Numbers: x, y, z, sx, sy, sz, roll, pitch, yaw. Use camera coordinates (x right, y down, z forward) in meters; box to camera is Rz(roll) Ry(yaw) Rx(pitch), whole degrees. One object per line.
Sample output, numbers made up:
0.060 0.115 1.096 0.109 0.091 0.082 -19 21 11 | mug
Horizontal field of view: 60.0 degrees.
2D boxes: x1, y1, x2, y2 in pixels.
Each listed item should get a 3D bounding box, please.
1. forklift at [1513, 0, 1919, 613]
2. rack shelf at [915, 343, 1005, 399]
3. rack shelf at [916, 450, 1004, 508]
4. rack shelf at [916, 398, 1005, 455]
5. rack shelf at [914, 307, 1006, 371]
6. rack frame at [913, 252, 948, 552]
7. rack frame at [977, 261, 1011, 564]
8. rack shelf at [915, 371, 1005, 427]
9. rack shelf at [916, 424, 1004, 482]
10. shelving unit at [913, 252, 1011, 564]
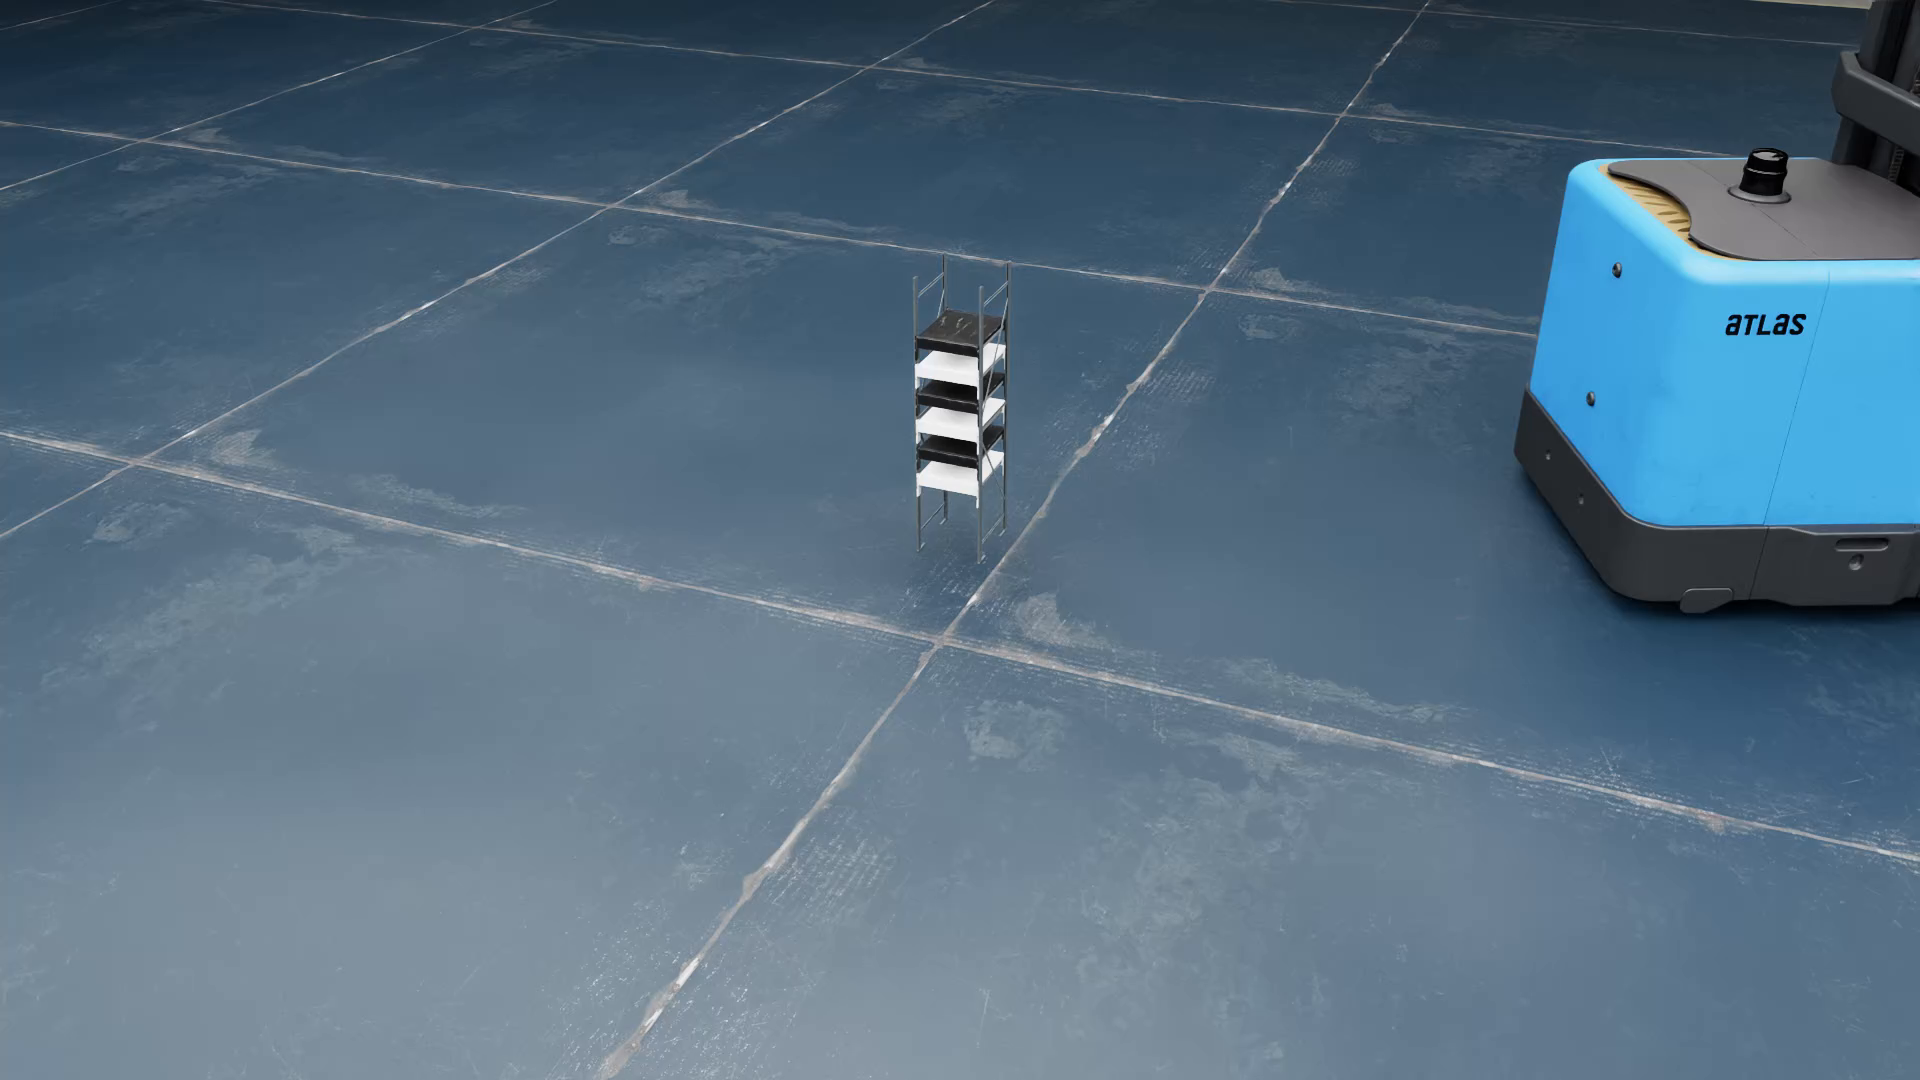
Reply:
3.396 -1.313 4.594 3.031 2.935 1.130 -1 29 -1 | forklift
0.008 -0.518 4.954 0.200 0.077 0.258 11 31 19 | rack shelf
0.008 -0.205 5.131 0.200 0.077 0.258 11 31 19 | rack shelf
0.008 -0.361 5.042 0.200 0.077 0.258 11 31 19 | rack shelf
0.008 -0.596 4.909 0.200 0.077 0.258 11 31 19 | rack shelf
-0.087 -0.409 5.059 0.006 0.900 0.240 11 31 19 | rack frame
0.102 -0.371 4.993 0.006 0.900 0.240 11 31 19 | rack frame
0.008 -0.440 4.998 0.200 0.077 0.258 11 31 19 | rack shelf
0.008 -0.283 5.087 0.200 0.077 0.258 11 31 19 | rack shelf
0.008 -0.390 5.026 0.210 0.900 0.258 11 31 19 | shelving unit
